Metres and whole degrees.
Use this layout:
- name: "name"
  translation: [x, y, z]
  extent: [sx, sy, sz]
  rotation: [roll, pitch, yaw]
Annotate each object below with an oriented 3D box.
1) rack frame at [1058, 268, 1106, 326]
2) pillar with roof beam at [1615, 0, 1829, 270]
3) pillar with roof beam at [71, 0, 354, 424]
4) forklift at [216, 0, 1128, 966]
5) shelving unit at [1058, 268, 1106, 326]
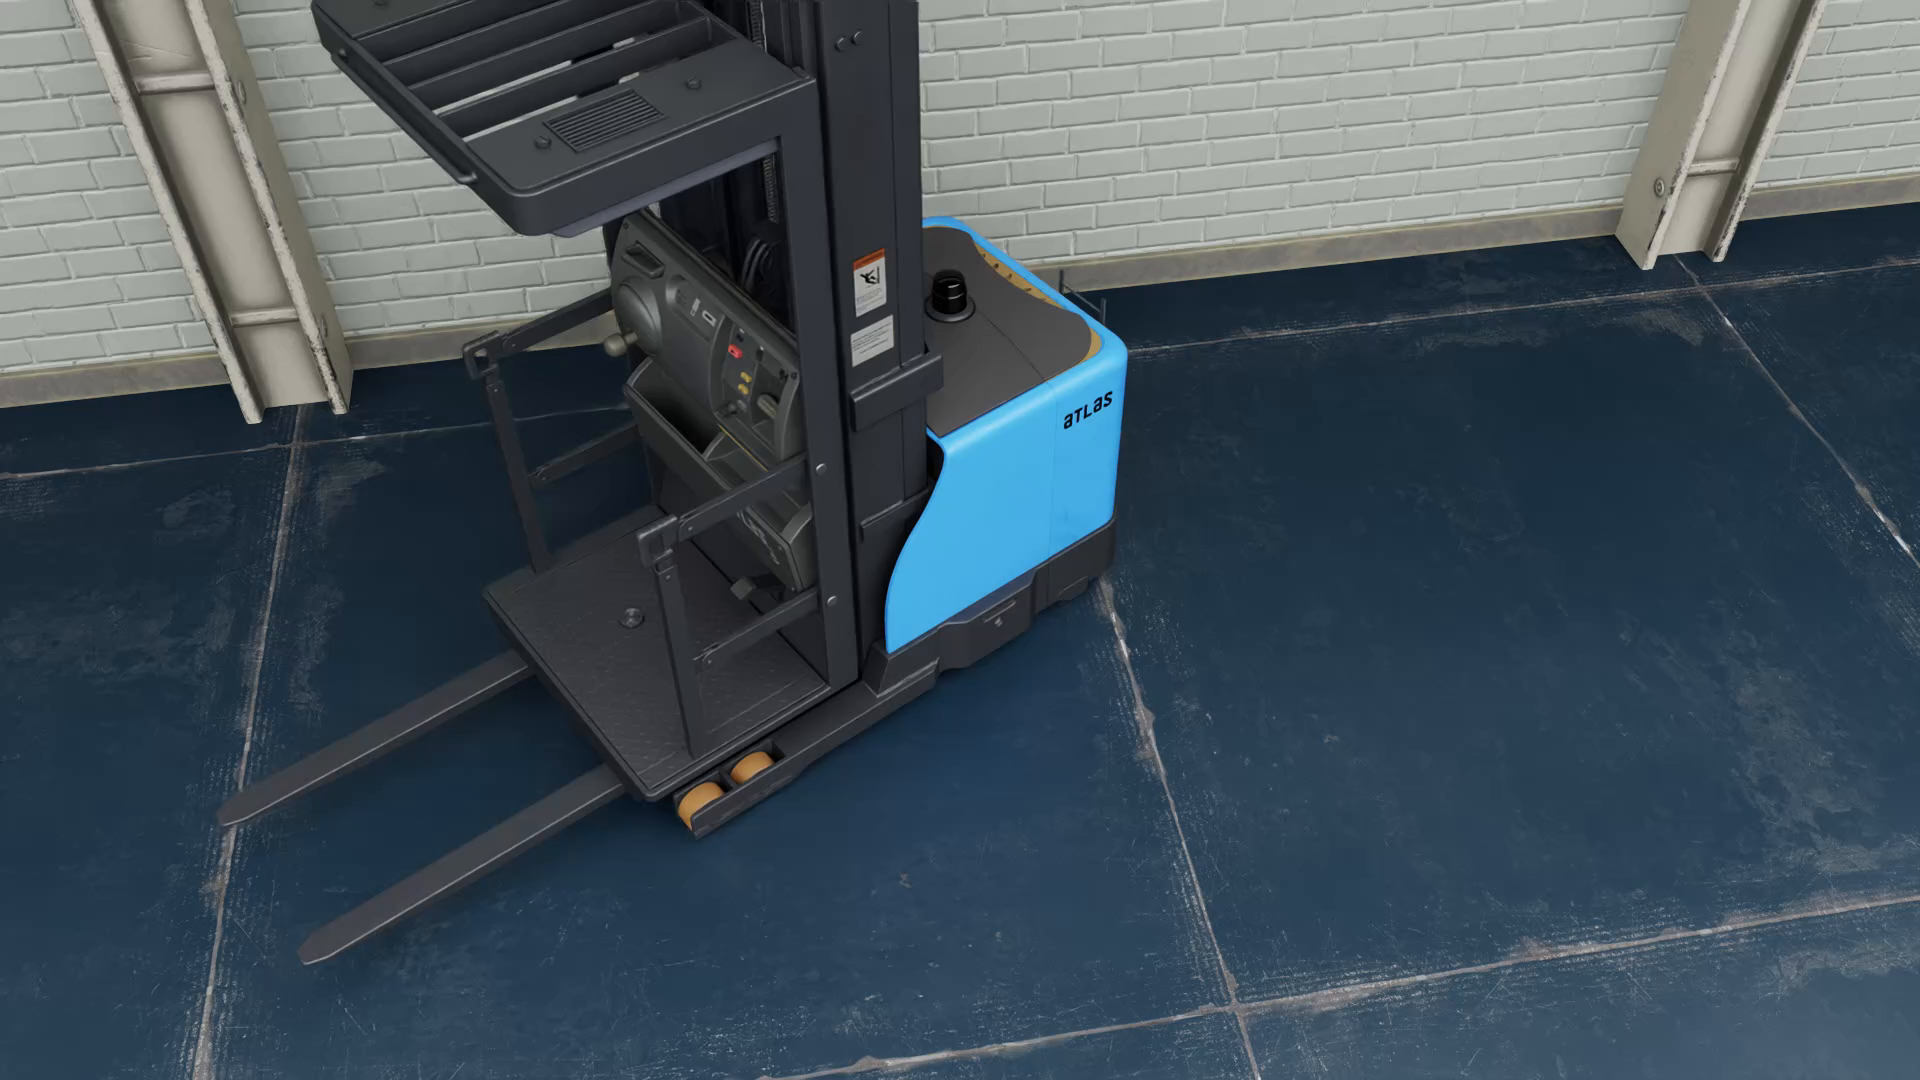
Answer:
- name: "rack frame"
  translation: [0.433, -0.592, 6.195]
  extent: [0.006, 0.900, 0.240]
  rotation: [-30, 53, -26]
- name: "pillar with roof beam"
  translation: [3.941, -1.405, 1.355]
  extent: [0.400, 9.000, 9.100]
  rotation: [-7, 46, -7]
- name: "pillar with roof beam"
  translation: [-1.971, -0.668, 0.645]
  extent: [0.400, 9.000, 9.100]
  rotation: [-7, 46, -7]
- name: "forklift"
  translation: [-0.906, -0.511, 4.707]
  extent: [3.031, 2.935, 1.130]
  rotation: [-30, 53, -26]
- name: "shelving unit"
  translation: [0.353, -0.546, 6.151]
  extent: [0.210, 0.900, 0.258]
  rotation: [-30, 53, -26]
